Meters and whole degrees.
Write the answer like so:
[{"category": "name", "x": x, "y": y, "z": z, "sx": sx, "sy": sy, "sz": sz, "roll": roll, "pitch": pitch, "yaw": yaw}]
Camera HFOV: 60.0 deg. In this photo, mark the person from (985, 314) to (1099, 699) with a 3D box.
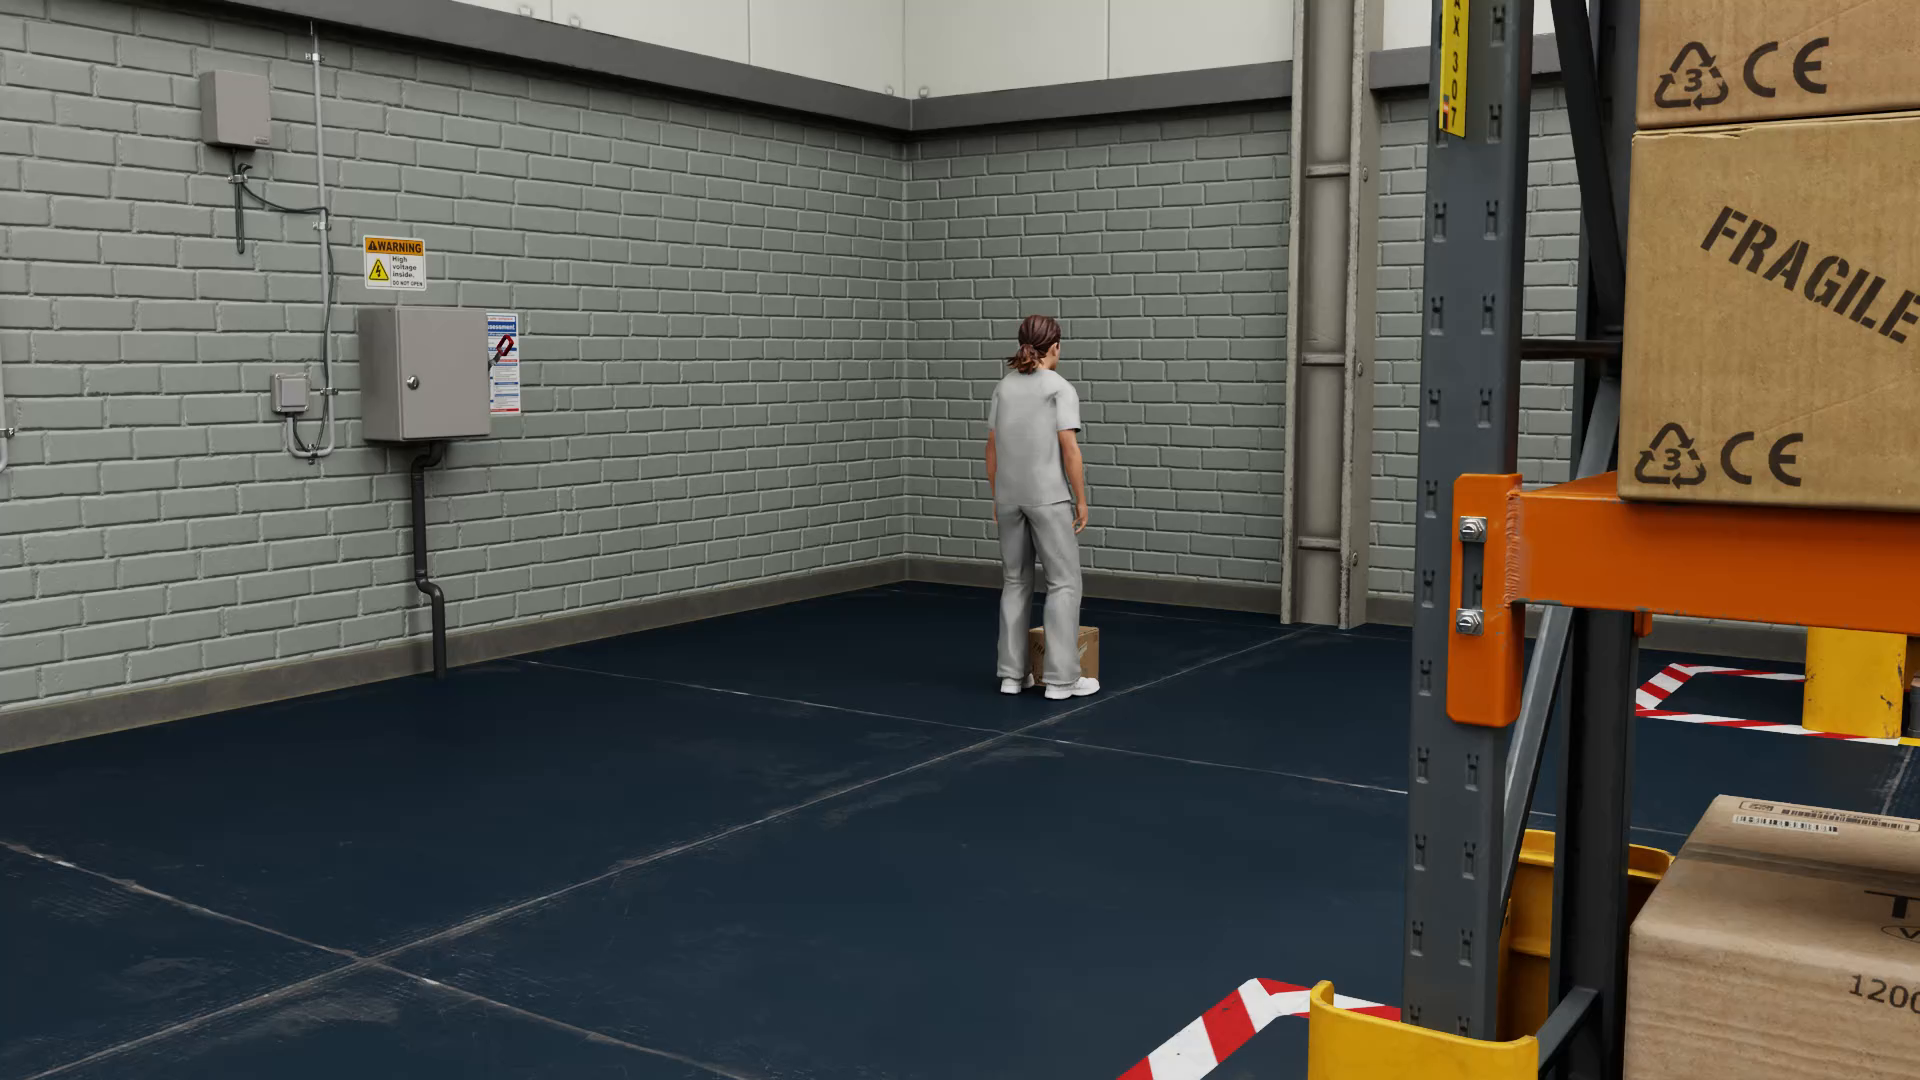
[{"category": "person", "x": 0.339, "y": -0.139, "z": 7.320, "sx": 0.485, "sy": 1.647, "sz": 0.359, "roll": 4, "pitch": 8, "yaw": 33}]
